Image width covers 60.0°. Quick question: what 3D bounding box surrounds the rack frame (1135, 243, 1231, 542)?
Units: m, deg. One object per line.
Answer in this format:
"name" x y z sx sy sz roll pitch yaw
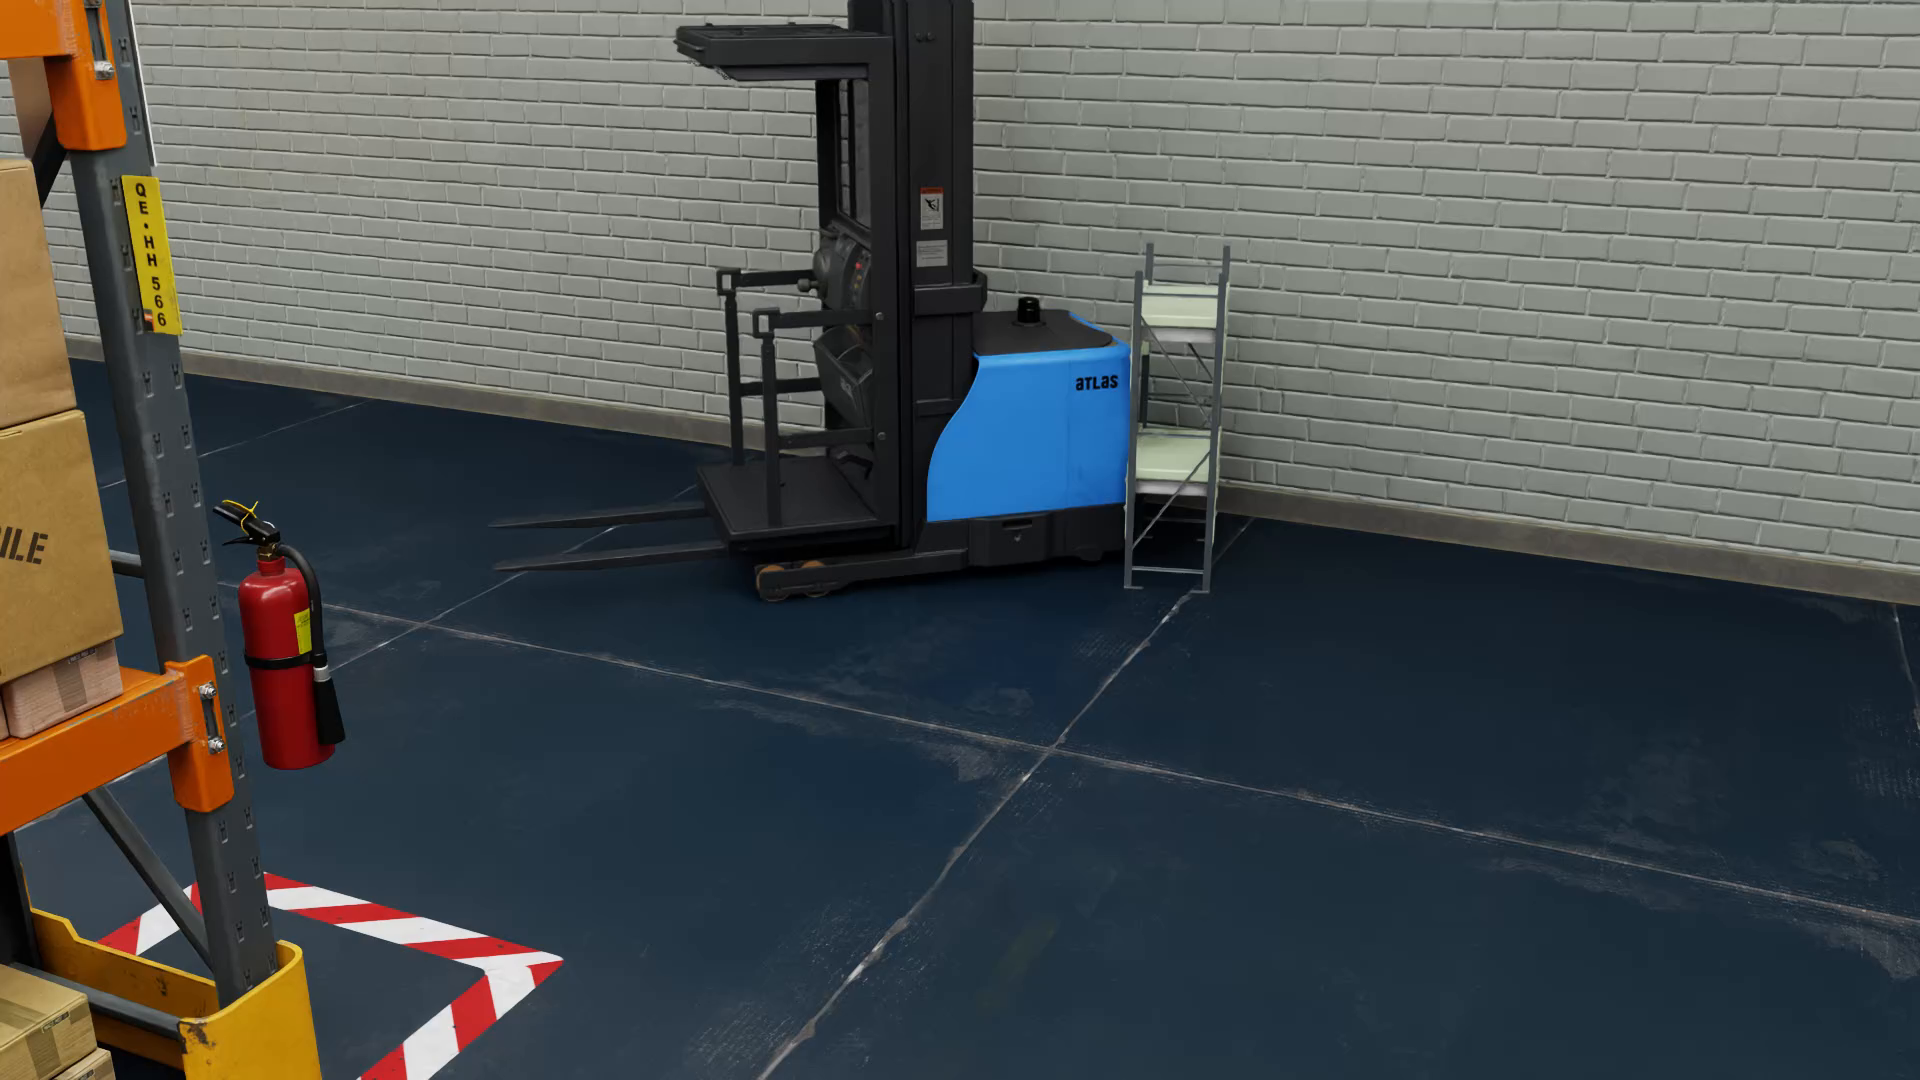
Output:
"rack frame" 1.096 -0.711 8.230 0.400 1.500 0.023 3 20 9

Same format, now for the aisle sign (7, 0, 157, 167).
"aisle sign" -1.869 -1.183 3.438 0.394 0.787 0.004 9 21 23

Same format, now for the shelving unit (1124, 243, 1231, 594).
"shelving unit" 1.033 -0.590 7.890 0.431 1.500 0.755 3 20 9

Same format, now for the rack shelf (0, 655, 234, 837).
"rack shelf" -2.992 0.974 2.328 1.077 0.370 4.000 9 21 23

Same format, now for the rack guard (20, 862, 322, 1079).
"rack guard" -2.204 1.224 4.280 1.175 0.500 0.348 9 21 23

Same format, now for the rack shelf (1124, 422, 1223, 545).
"rack shelf" 1.033 -0.283 7.999 0.431 0.370 0.720 3 20 9

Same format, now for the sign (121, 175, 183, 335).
"sign" -1.675 -0.589 3.448 0.100 0.325 0.005 9 21 23

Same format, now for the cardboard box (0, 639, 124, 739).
"cardboard box" -2.048 0.280 3.580 0.380 0.149 0.250 9 21 23

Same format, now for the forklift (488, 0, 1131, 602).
"forklift" -0.734 -1.292 7.728 3.031 2.935 1.130 -6 20 -16

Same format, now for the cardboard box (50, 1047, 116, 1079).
"cardboard box" -2.129 1.229 3.720 0.380 0.149 0.250 8 21 21

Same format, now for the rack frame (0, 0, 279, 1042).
"rack frame" -2.173 0.023 3.927 1.000 3.000 0.127 9 21 23

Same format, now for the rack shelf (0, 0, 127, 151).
"rack shelf" -2.992 -0.440 1.826 1.077 0.370 4.000 9 21 23

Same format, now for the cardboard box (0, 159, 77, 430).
"cardboard box" -2.133 -0.461 3.203 0.500 0.500 0.500 8 21 22

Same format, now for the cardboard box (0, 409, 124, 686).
"cardboard box" -2.122 0.009 3.375 0.500 0.500 0.500 9 21 24

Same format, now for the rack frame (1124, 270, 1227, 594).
"rack frame" 0.969 -0.469 7.550 0.400 1.500 0.023 3 20 9

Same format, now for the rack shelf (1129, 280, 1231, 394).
"rack shelf" 1.033 -0.958 7.759 0.431 0.370 0.720 3 20 9

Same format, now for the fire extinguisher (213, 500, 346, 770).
"fire extinguisher" -1.649 0.222 4.041 0.296 0.674 0.183 9 21 23

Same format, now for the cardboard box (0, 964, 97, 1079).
"cardboard box" -2.158 1.085 3.682 0.380 0.149 0.250 9 21 23

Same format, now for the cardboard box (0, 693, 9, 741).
"cardboard box" -2.185 0.351 3.380 0.380 0.149 0.250 9 21 23
